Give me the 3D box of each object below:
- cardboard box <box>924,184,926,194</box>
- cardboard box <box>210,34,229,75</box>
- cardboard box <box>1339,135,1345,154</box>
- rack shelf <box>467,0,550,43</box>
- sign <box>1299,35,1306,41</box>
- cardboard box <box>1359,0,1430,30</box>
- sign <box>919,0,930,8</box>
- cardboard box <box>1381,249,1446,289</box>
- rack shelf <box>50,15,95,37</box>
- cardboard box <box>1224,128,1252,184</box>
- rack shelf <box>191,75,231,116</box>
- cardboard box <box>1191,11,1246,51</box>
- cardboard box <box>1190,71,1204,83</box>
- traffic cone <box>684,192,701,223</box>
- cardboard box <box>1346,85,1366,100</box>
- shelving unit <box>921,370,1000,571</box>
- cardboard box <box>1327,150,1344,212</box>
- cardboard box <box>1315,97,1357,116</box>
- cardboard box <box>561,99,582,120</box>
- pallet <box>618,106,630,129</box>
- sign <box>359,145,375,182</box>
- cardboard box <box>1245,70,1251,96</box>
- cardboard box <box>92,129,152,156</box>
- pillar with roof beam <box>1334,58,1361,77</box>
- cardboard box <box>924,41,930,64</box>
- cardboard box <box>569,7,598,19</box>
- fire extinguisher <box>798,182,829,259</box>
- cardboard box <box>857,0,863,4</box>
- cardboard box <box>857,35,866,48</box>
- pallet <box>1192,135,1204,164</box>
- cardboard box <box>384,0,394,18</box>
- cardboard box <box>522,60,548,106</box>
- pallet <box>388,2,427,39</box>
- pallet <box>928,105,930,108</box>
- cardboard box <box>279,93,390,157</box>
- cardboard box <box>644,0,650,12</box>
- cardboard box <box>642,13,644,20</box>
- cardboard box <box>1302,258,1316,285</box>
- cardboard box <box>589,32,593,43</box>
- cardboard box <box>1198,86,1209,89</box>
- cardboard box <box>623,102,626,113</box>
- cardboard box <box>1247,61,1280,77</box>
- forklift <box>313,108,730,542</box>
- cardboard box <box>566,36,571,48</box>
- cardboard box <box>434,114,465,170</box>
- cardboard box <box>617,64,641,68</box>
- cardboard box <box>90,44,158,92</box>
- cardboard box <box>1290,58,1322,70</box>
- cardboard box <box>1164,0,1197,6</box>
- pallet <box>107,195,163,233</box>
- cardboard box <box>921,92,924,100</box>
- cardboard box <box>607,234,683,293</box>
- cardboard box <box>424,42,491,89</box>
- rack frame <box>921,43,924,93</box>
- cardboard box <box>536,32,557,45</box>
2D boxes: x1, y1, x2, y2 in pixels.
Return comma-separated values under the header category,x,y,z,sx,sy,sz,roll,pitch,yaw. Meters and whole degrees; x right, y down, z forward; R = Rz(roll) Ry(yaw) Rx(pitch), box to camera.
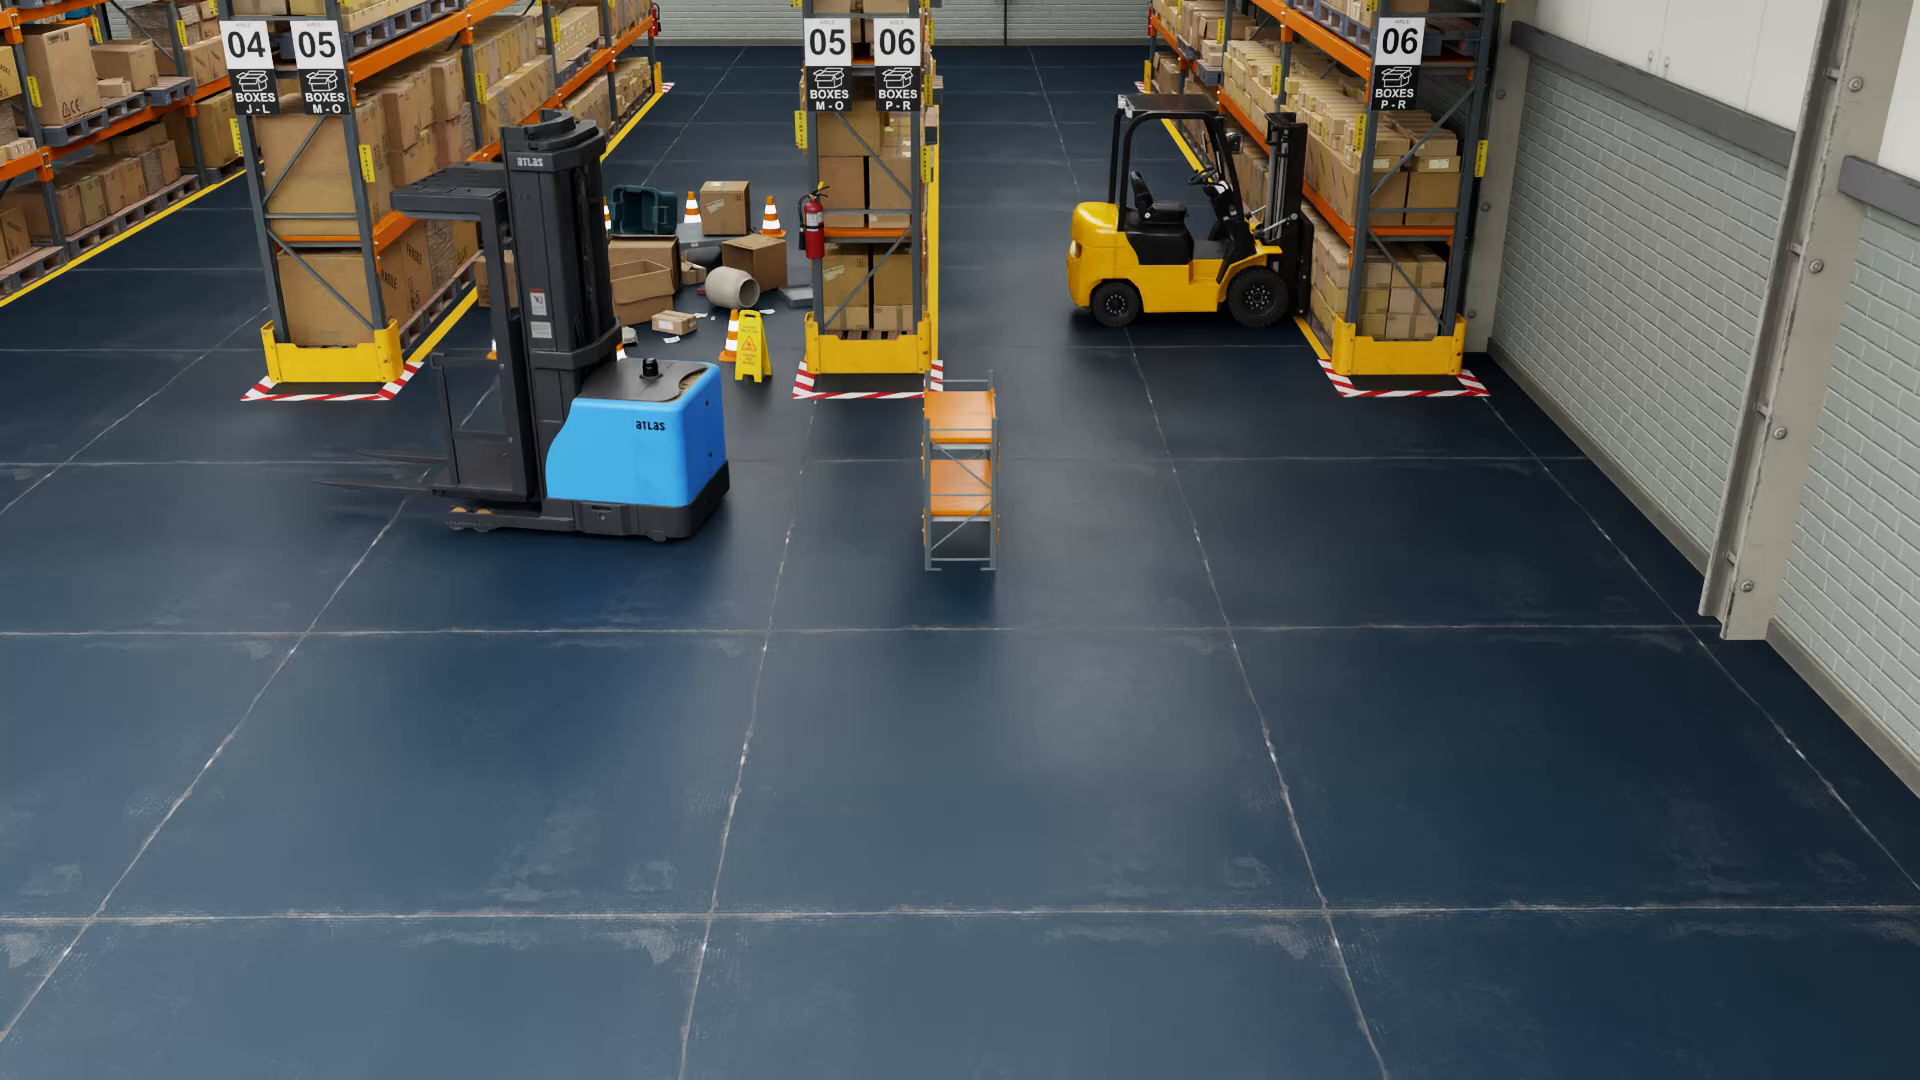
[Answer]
category,x,y,z,sx,sy,sz,roll,pitch,yaw
cardboard box,-0.623,-3.651,18.483,0.500,0.500,0.500,-1,24,-1
cardboard box,-10.601,-6.888,23.601,0.500,0.500,0.500,-1,24,-2
cardboard box,3.860,-3.786,15.956,0.380,0.149,0.250,0,24,-1
rack shelf,-5.868,-6.412,19.904,1.077,0.370,4.000,0,24,-1
sign,4.577,-6.817,22.160,0.100,0.325,0.005,0,24,-1
cardboard box,3.861,-4.819,14.757,0.500,0.500,0.500,1,24,1
sign,-0.312,-4.732,14.256,0.100,0.325,0.005,0,24,-1
cardboard box,4.293,-2.582,15.816,0.500,0.250,0.500,-1,24,-1
rack shelf,-15.869,-8.339,27.805,1.077,0.370,4.000,0,24,-1
cardboard box,4.015,-5.138,22.225,0.875,0.625,0.625,1,24,1
rack shelf,-10.873,-6.713,24.210,1.077,0.370,4.000,0,24,-1
cardboard box,3.774,-7.433,24.298,0.700,0.500,0.500,0,24,-1
cardboard box,3.767,-7.161,25.703,0.380,0.149,0.250,-1,24,-3
traffic cone,-3.314,-4.077,20.586,0.336,0.463,0.334,0,24,-1
cardboard box,4.349,-4.771,17.773,0.380,0.149,0.250,0,24,-1
shelving unit,0.000,-0.515,11.908,0.538,1.125,1.048,0,24,-1
cardboard box,3.845,-3.450,16.000,0.500,0.500,0.500,0,24,1
cardboard box,3.866,-4.451,17.064,0.380,0.149,0.250,0,24,-1
cardboard box,-5.661,-6.086,23.563,0.500,0.250,0.500,-1,24,-1
pallet,-5.976,-6.852,27.027,1.003,0.211,1.213,0,24,-1
sign,-5.248,-3.332,14.713,0.100,0.325,0.005,0,24,-1
cardboard box,3.805,-5.628,20.513,0.500,0.250,0.500,0,24,0
cardboard box,-10.798,-5.126,21.416,0.500,0.250,0.500,2,24,5
pillar with roof beam,0.633,-8.466,19.933,9.100,9.000,0.400,0,24,-1
cardboard box,-0.630,-5.802,20.330,0.500,0.500,0.500,-1,24,-3
cardboard box,-5.734,-8.029,25.320,0.380,0.149,0.250,1,24,2
fire extinguisher,-1.314,-2.880,14.956,0.296,0.674,0.183,0,24,-1
cardboard box,-1.090,-5.035,15.323,0.380,0.149,0.250,0,24,0
cardboard box,-1.078,-4.680,15.505,0.380,0.149,0.250,0,24,0
pallet,4.041,-5.824,24.754,1.003,0.211,1.213,0,24,-1
cardboard box,-5.497,-4.949,15.470,0.380,0.149,0.250,0,24,0
cardboard box,-5.613,-5.853,21.314,0.500,0.500,0.500,0,24,-1
pallet,-5.838,-5.037,16.098,1.003,0.211,1.213,0,24,-1
pallet,-0.879,-5.359,20.574,1.003,0.211,1.213,0,24,-1
cardboard box,-5.866,-3.841,15.493,0.875,0.550,0.550,0,24,-1
cardboard box,-5.715,-9.491,28.996,0.500,0.500,0.500,0,24,1
cardboard box,-5.726,-9.144,29.016,0.380,0.149,0.250,0,24,-1
cardboard box,3.770,-2.774,16.846,0.500,0.250,0.500,-1,24,-2
cardboard box,-5.727,-7.550,24.982,0.380,0.149,0.250,0,24,-1
cardboard box,3.827,-6.800,25.265,0.380,0.149,0.250,-1,24,-1
cardboard box,-5.619,-6.999,26.919,0.380,0.149,0.250,0,24,1
cardboard box,3.716,-5.753,20.306,0.380,0.149,0.250,-1,24,-2
forklift,-3.344,-1.601,12.115,3.031,2.935,1.130,4,25,9
cardboard box,-5.711,-7.038,23.490,0.380,0.149,0.250,0,24,0
cardboard box,-5.802,-4.239,17.684,0.875,0.550,0.550,0,24,-1
cardboard box,-5.704,-8.124,28.683,0.380,0.149,0.250,-1,24,-3
cardboard box,-10.699,-6.002,21.133,0.700,0.500,0.500,3,25,7
cardboard box,4.264,-5.861,20.543,0.380,0.149,0.250,0,24,1
cardboard box,3.687,-9.184,27.712,0.500,0.500,0.500,0,24,1
pallet,-10.833,-4.123,20.993,1.003,0.211,1.213,0,24,-1
cardboard box,-0.644,-4.612,18.209,0.500,0.500,0.500,-1,24,-2
cardboard box,-3.423,-2.987,17.963,0.797,0.637,0.503,0,24,-1
cardboard box,-5.865,-5.467,19.246,0.700,0.500,0.500,-1,24,-1
rack frame,-0.898,-4.613,18.693,1.000,3.000,0.127,0,24,-1
cardboard box,-5.707,-6.848,22.707,0.380,0.149,0.250,-1,24,-2
